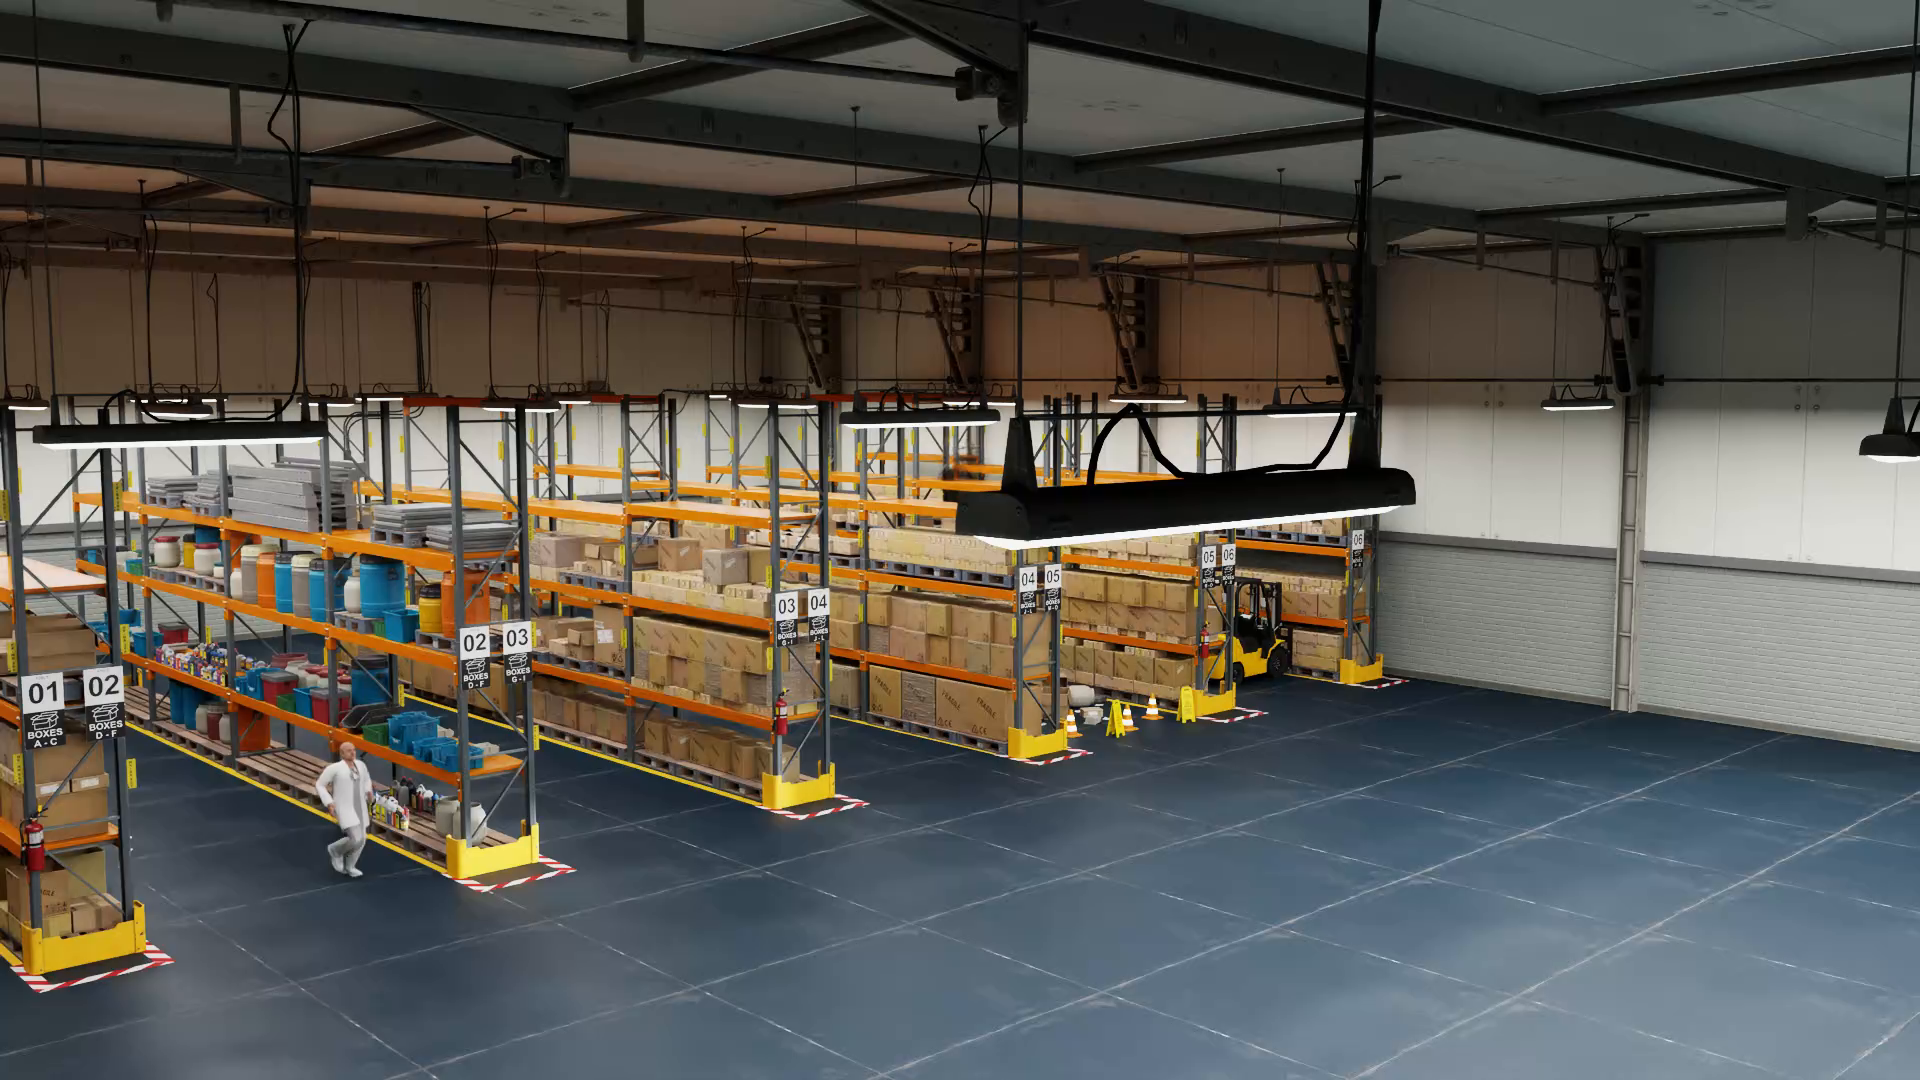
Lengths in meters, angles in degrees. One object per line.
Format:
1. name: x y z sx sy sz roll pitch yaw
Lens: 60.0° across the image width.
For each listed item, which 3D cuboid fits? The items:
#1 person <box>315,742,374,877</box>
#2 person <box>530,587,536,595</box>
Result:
1. person: -7.722 3.429 21.111 0.628 1.730 0.704 3 7 32
2. person: -10.377 1.577 40.404 0.694 1.822 0.768 4 7 35
